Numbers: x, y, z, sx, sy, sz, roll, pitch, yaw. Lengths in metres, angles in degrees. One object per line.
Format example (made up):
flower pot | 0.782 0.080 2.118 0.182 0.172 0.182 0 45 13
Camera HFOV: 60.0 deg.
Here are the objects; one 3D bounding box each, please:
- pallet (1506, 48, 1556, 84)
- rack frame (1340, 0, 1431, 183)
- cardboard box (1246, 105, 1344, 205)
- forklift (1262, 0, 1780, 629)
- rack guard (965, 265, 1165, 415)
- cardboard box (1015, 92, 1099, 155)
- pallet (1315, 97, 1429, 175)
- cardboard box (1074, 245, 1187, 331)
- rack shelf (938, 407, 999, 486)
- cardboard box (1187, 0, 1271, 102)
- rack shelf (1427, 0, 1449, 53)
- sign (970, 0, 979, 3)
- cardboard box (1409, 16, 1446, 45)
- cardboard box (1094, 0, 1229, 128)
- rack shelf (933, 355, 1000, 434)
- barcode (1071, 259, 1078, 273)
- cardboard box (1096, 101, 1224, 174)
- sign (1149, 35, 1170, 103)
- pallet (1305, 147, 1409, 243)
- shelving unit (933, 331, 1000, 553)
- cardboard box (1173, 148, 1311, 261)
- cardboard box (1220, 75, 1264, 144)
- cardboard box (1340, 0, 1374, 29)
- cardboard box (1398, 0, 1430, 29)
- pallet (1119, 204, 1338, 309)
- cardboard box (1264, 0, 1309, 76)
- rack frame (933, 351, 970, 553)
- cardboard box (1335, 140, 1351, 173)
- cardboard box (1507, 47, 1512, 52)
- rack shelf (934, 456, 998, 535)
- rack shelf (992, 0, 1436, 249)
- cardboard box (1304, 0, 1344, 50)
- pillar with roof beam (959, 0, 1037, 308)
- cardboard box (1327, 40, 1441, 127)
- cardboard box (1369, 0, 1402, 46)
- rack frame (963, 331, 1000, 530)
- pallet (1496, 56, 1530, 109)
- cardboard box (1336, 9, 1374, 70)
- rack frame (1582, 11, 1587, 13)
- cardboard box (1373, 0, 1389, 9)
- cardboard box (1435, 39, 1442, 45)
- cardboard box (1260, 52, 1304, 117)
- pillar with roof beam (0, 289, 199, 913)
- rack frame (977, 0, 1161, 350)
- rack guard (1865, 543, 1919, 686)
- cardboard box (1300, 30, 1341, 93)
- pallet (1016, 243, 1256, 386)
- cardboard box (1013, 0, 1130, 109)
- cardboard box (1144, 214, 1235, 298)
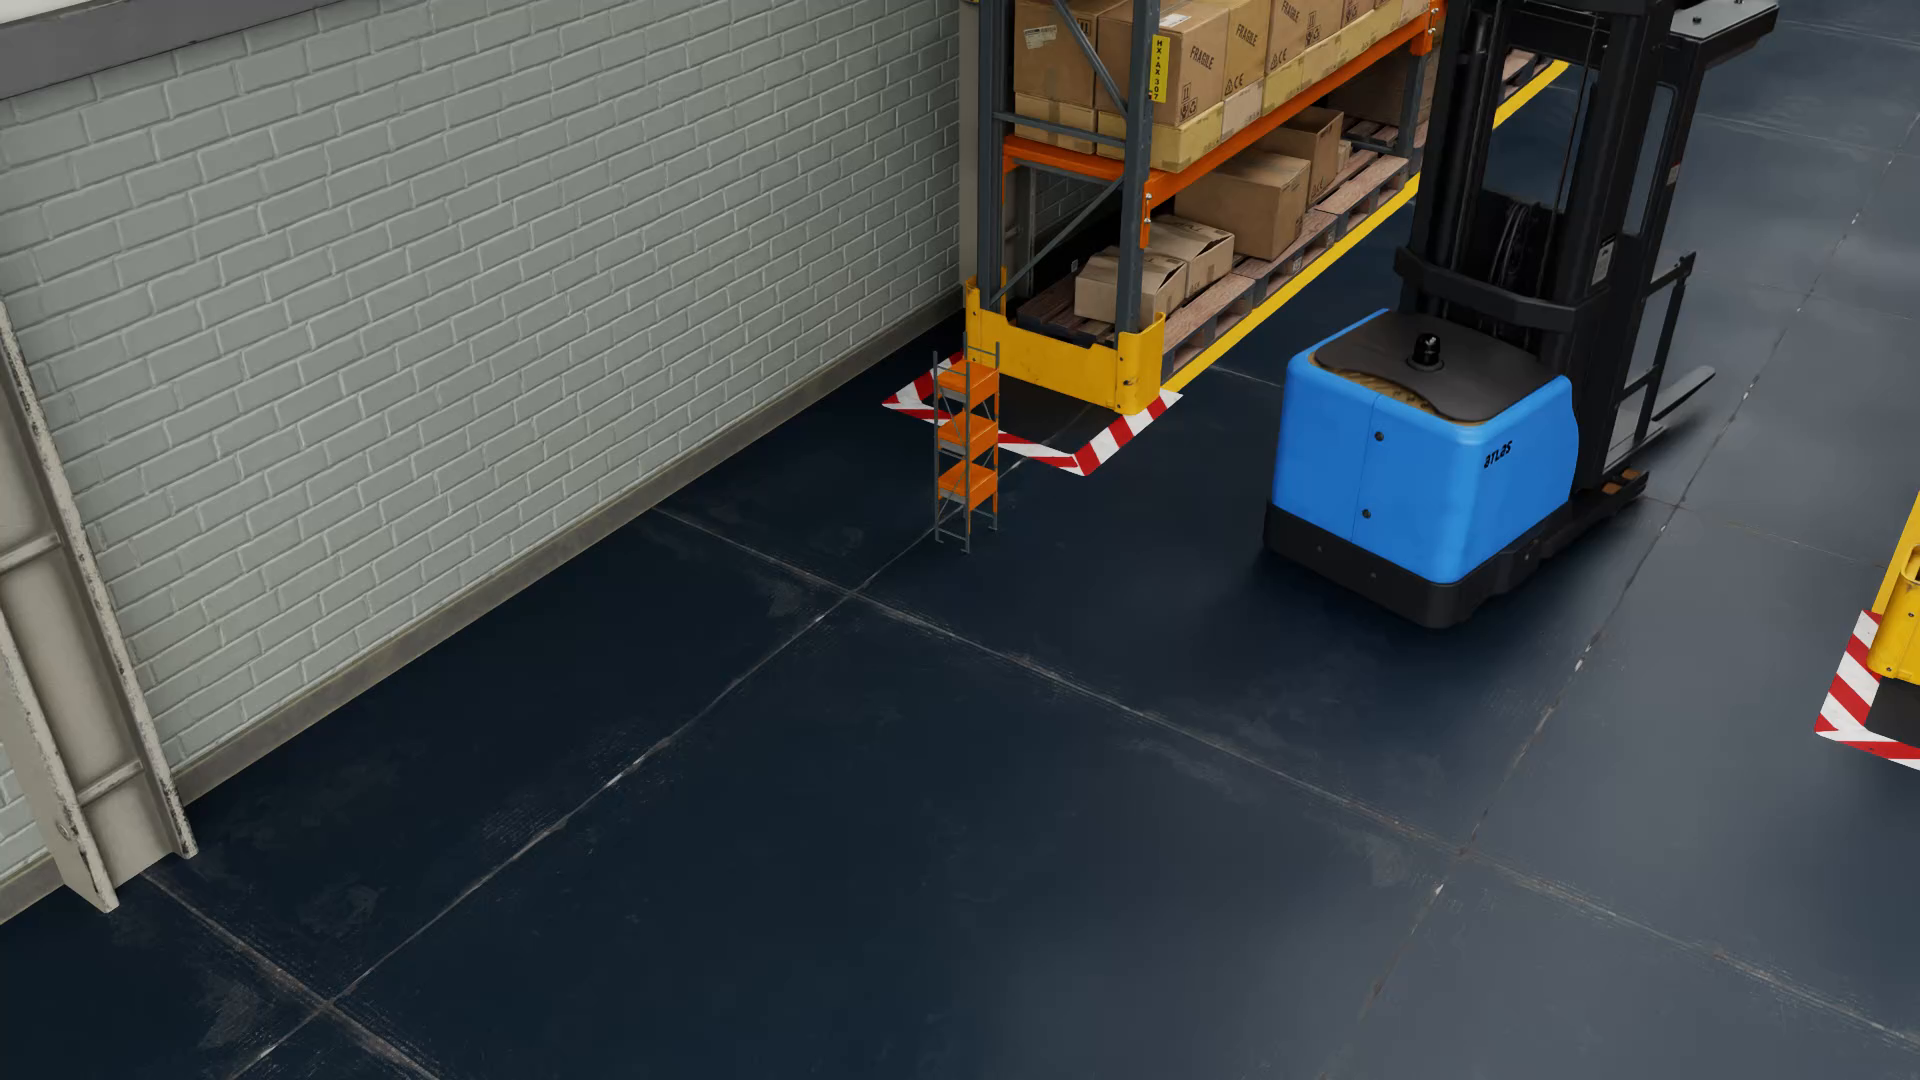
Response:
pallet | 4.655 -4.321 14.452 1.003 0.211 1.213 21 39 28
rack frame | 2.821 -3.995 11.479 1.000 3.000 0.127 21 39 28
cardboard box | 2.262 -2.651 11.331 0.500 0.500 0.500 18 38 25
forklift | 2.888 -1.527 7.892 3.031 2.935 1.130 -28 43 -35
rack guard | 0.583 -1.153 9.509 1.175 0.500 0.348 21 39 28
cardboard box | 0.647 -2.377 9.204 0.500 0.250 0.500 22 40 29
pallet | 3.264 -3.198 12.791 1.003 0.211 1.213 21 39 28
cardboard box | 1.009 -1.512 9.816 0.500 0.311 0.500 17 37 23
rack shelf | 0.031 -0.451 7.998 0.215 0.259 0.240 21 39 28
cardboard box | 1.349 -2.759 9.098 0.500 0.500 0.500 21 40 28
rack shelf | 3.961 -4.617 13.042 1.077 0.370 4.000 21 39 28
sign | 0.096 -2.951 8.620 0.100 0.325 0.005 21 39 28
cardboard box | 3.475 -4.000 12.656 0.500 0.250 0.500 20 39 27
cardboard box | 1.059 -2.534 8.767 0.500 0.500 0.500 21 39 28
rack shelf | 0.031 -0.686 7.839 0.215 0.259 0.240 21 39 28
barcode | 0.690 -1.652 10.014 0.001 0.075 0.075 21 39 28
cardboard box | 1.079 -2.223 8.976 0.500 0.250 0.500 20 39 27
sign | 0.986 -2.339 8.259 0.100 0.325 0.005 21 39 28
pallet | 2.467 -2.519 11.787 1.003 0.211 1.213 21 39 28
shelving unit | 0.031 -0.460 7.992 0.215 1.050 0.252 21 39 28
cardboard box | 1.793 -2.174 10.626 0.700 0.500 0.500 19 38 25
cardboard box | 1.364 -2.467 9.336 0.500 0.250 0.500 20 39 27
cardboard box | 2.230 -3.475 10.158 0.500 0.500 0.500 20 39 27
cardboard box | 2.800 -3.626 11.050 0.500 0.250 0.500 21 40 28
pallet | 1.772 -1.955 10.953 1.003 0.211 1.213 21 39 28
cardboard box | 1.649 -2.994 9.447 0.500 0.500 0.500 20 39 27
rack frame | -0.039 -0.403 7.909 0.200 1.050 0.008 21 39 28
cardboard box | 2.540 -2.748 11.772 0.380 0.166 0.250 16 37 22
cardboard box | 4.345 -4.434 13.968 0.700 0.500 0.500 21 39 28
rack shelf | 0.031 -0.221 8.154 0.215 0.259 0.240 21 39 28
rack shelf | 1.681 -2.776 10.320 1.077 0.370 4.000 21 39 28
cardboard box | 1.934 -3.236 9.804 0.500 0.500 0.500 23 40 30
pillar with roof beam | 3.765 -3.862 5.928 9.100 9.000 0.400 21 39 28
cardboard box | 3.227 -3.486 12.565 0.700 0.500 0.500 23 40 30
cardboard box | 2.509 -3.399 10.715 0.500 0.250 0.500 21 40 28
rack frame | 0.100 -0.516 8.075 0.200 1.050 0.008 21 39 28
pallet | 3.959 -3.762 13.625 1.003 0.211 1.213 21 39 28
cardboard box | 2.235 -3.163 10.366 0.500 0.250 0.500 21 39 28
rack frame | 5.102 -5.836 14.202 1.000 3.000 0.127 21 39 28
cardboard box | 2.525 -3.704 10.496 0.500 0.500 0.500 21 39 28
cardboard box | 3.480 -3.739 12.941 0.700 0.500 0.500 20 39 27
cardboard box | 1.659 -2.699 9.680 0.500 0.250 0.500 21 39 27
pillar with roof beam | 0.344 -1.101 1.845 9.100 9.000 0.400 21 39 28
rack frame | 0.540 -2.154 8.757 1.000 3.000 0.127 21 39 28
rack guard | 4.598 0.473 7.104 1.175 0.500 0.348 21 39 28
cardboard box | 1.949 -2.931 10.023 0.500 0.250 0.500 22 40 29
pallet | 1.076 -1.396 10.126 1.003 0.211 1.213 21 39 28
cardboard box | 0.634 -2.696 9.005 0.500 0.500 0.500 21 39 28
cardboard box | 1.334 -1.774 10.204 0.500 0.311 0.500 25 41 32
